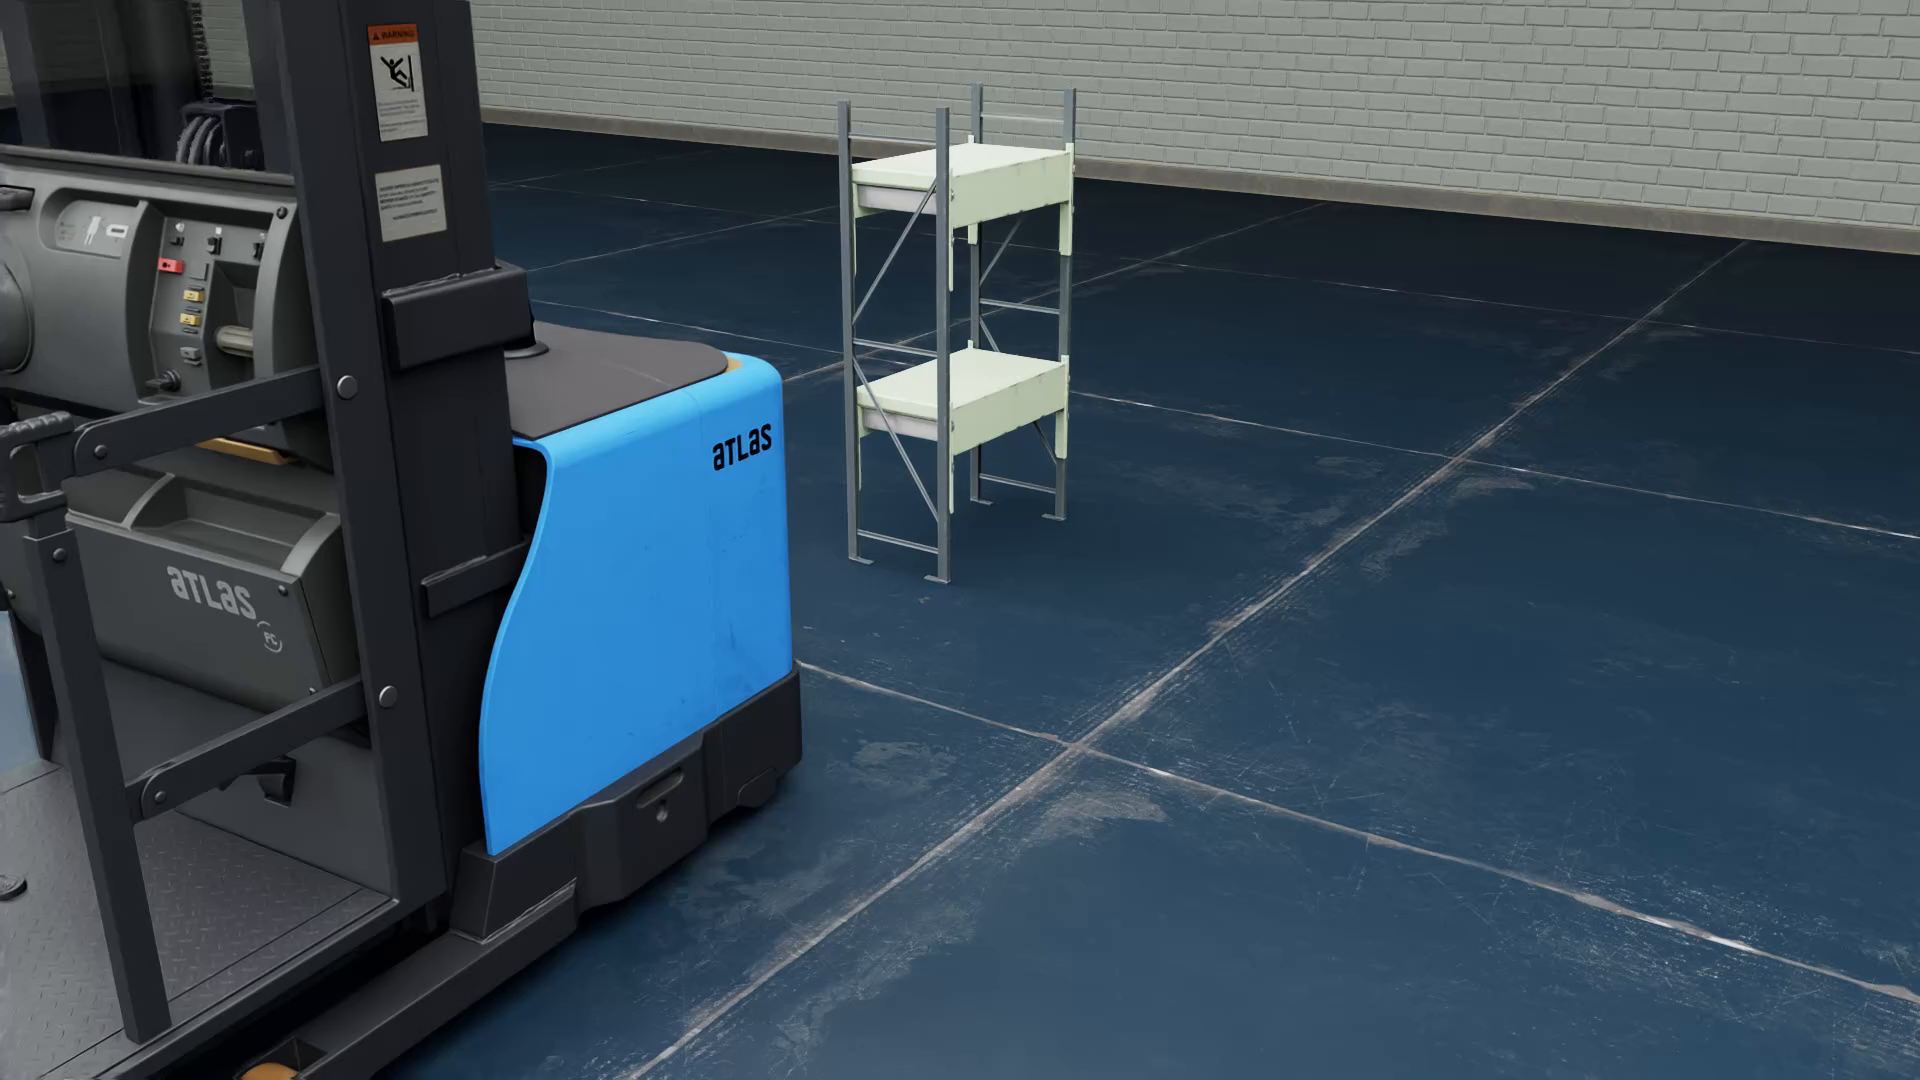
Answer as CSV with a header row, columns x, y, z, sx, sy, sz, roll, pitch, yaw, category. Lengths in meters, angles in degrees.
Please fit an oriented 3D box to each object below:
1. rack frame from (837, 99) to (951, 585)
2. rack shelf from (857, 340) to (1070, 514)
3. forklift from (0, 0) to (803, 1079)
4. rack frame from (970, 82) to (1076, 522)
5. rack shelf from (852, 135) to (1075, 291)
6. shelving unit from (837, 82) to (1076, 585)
x,y,z,sx,sy,sz,roll,pitch,yaw,category
-0.202,-0.600,5.226,0.400,1.500,0.023,13,24,32,rack frame
0.004,-0.400,5.623,0.431,0.370,0.720,13,24,32,rack shelf
-1.571,-0.425,2.690,1.130,2.935,3.031,12,23,28,forklift
0.209,-0.810,5.794,0.400,1.500,0.023,13,24,32,rack frame
0.004,-1.071,5.375,0.431,0.370,0.720,13,24,32,rack shelf
0.004,-0.705,5.510,0.431,1.500,0.755,13,24,32,shelving unit
